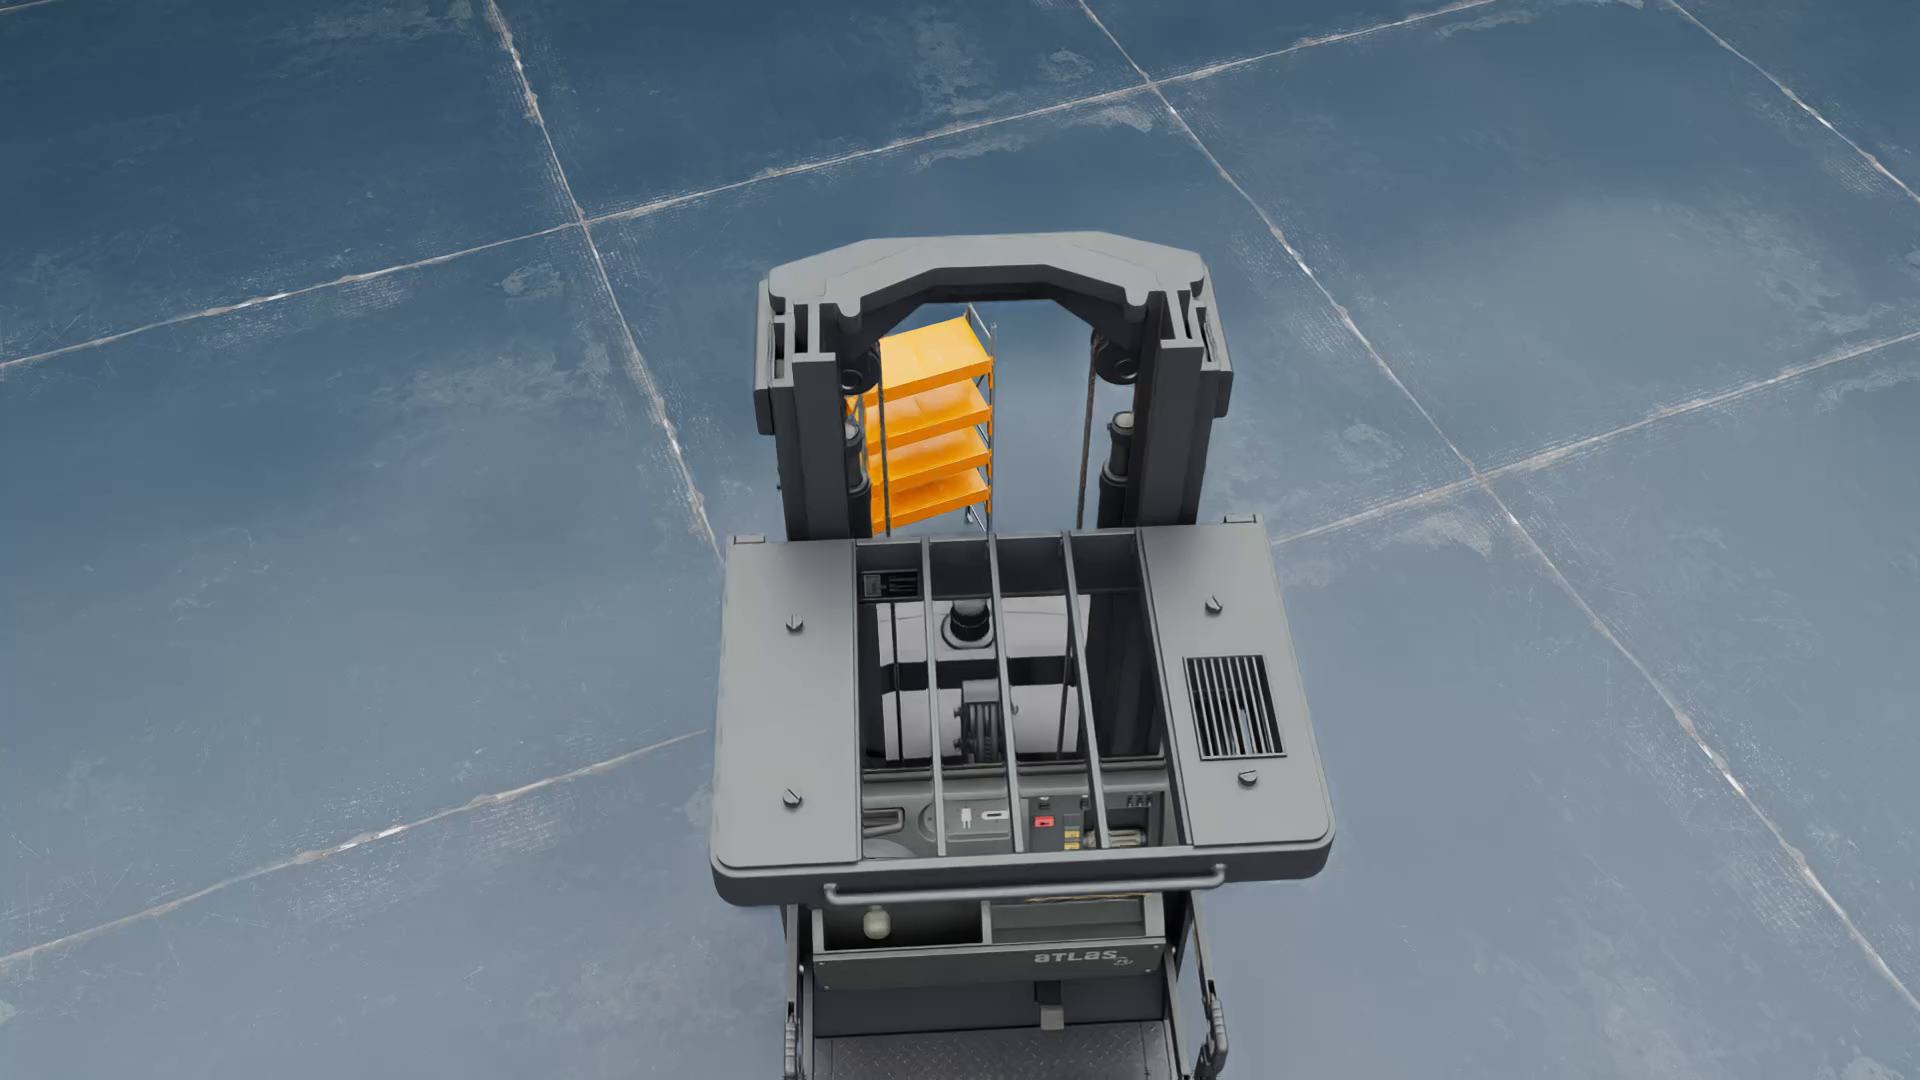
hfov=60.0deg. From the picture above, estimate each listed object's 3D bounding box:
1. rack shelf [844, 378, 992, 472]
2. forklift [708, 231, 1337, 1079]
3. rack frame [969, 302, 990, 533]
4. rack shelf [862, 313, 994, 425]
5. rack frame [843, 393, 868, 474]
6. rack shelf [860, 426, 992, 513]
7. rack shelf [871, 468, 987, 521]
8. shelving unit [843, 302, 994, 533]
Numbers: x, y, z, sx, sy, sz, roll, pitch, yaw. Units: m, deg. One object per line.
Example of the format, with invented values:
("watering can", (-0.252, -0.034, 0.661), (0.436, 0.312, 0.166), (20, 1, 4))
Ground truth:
("rack shelf", (-0.153, -0.445, 5.976), (0.480, 0.148, 0.258), (-17, 52, -14))
("forklift", (0.085, 0.869, 3.912), (1.121, 2.935, 3.031), (-2, 49, -2))
("rack frame", (0.072, -0.414, 6.155), (0.006, 1.046, 0.228), (-17, 52, -14))
("rack shelf", (-0.153, -0.599, 5.797), (0.480, 0.148, 0.258), (-17, 52, -14))
("rack frame", (-0.379, -0.273, 6.035), (0.015, 1.200, 0.240), (-17, 52, -14))
("rack shelf", (-0.153, -0.300, 6.146), (0.480, 0.148, 0.258), (-17, 52, -14))
("rack shelf", (-0.153, -0.205, 6.256), (0.457, 0.021, 0.221), (-17, 52, -14))
("shelving unit", (-0.155, -0.343, 6.094), (0.499, 1.200, 0.258), (-17, 52, -14))
